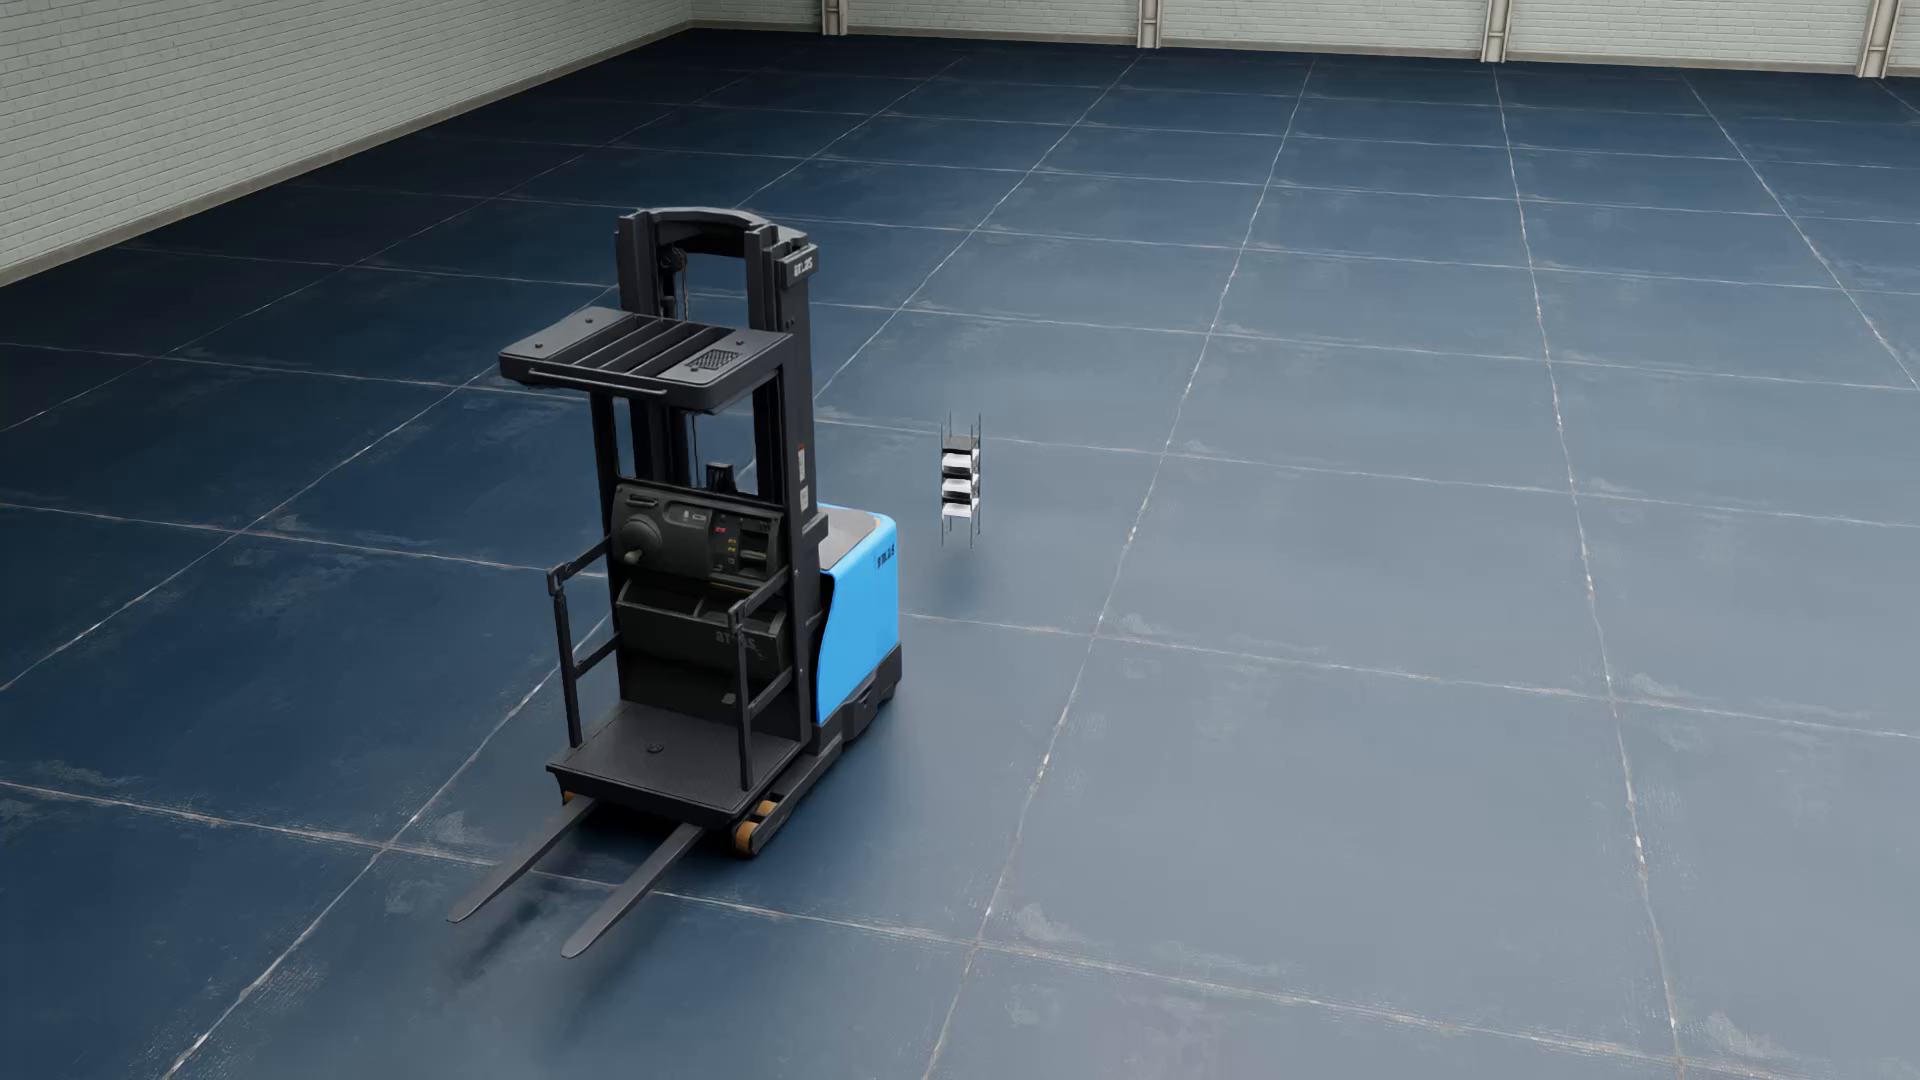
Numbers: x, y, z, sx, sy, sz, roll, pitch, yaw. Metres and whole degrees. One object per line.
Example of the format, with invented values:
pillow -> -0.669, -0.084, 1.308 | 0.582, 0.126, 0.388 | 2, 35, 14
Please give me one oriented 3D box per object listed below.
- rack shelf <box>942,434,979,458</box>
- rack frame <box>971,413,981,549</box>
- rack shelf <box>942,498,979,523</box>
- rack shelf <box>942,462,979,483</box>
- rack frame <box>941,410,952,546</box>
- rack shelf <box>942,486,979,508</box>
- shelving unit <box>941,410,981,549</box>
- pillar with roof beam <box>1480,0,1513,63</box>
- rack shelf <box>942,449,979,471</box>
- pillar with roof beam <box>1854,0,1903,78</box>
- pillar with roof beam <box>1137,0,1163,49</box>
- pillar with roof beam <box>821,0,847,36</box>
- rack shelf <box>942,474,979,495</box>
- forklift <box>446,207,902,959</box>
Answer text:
rack shelf -> 0.008, -0.619, 11.110 | 0.200, 0.077, 0.258 | 6, 26, 13
rack frame -> 0.106, -0.395, 11.189 | 0.006, 0.900, 0.240 | 6, 26, 13
rack shelf -> 0.008, -0.213, 11.303 | 0.200, 0.077, 0.258 | 6, 26, 13
rack shelf -> 0.008, -0.457, 11.187 | 0.200, 0.077, 0.258 | 6, 26, 13
rack frame -> -0.091, -0.416, 11.235 | 0.006, 0.900, 0.240 | 6, 26, 13
rack shelf -> 0.008, -0.294, 11.265 | 0.200, 0.077, 0.258 | 6, 26, 13
shelving unit -> 0.008, -0.405, 11.212 | 0.210, 0.900, 0.258 | 6, 26, 13
pillar with roof beam -> 8.176, -10.595, 23.193 | 0.400, 9.000, 9.100 | 6, 26, 13
rack shelf -> 0.008, -0.538, 11.149 | 0.200, 0.077, 0.258 | 6, 26, 13
pillar with roof beam -> 13.987, -9.953, 21.843 | 0.400, 9.000, 9.100 | 6, 26, 13
pillar with roof beam -> 2.365, -11.237, 24.542 | 0.400, 9.000, 9.100 | 6, 26, 13
pillar with roof beam -> -3.446, -11.880, 25.891 | 0.400, 9.000, 9.100 | 6, 26, 13
rack shelf -> 0.008, -0.375, 11.226 | 0.200, 0.077, 0.258 | 6, 26, 13
forklift -> -1.379, 0.015, 7.966 | 1.130, 2.935, 3.031 | 10, 27, 21
